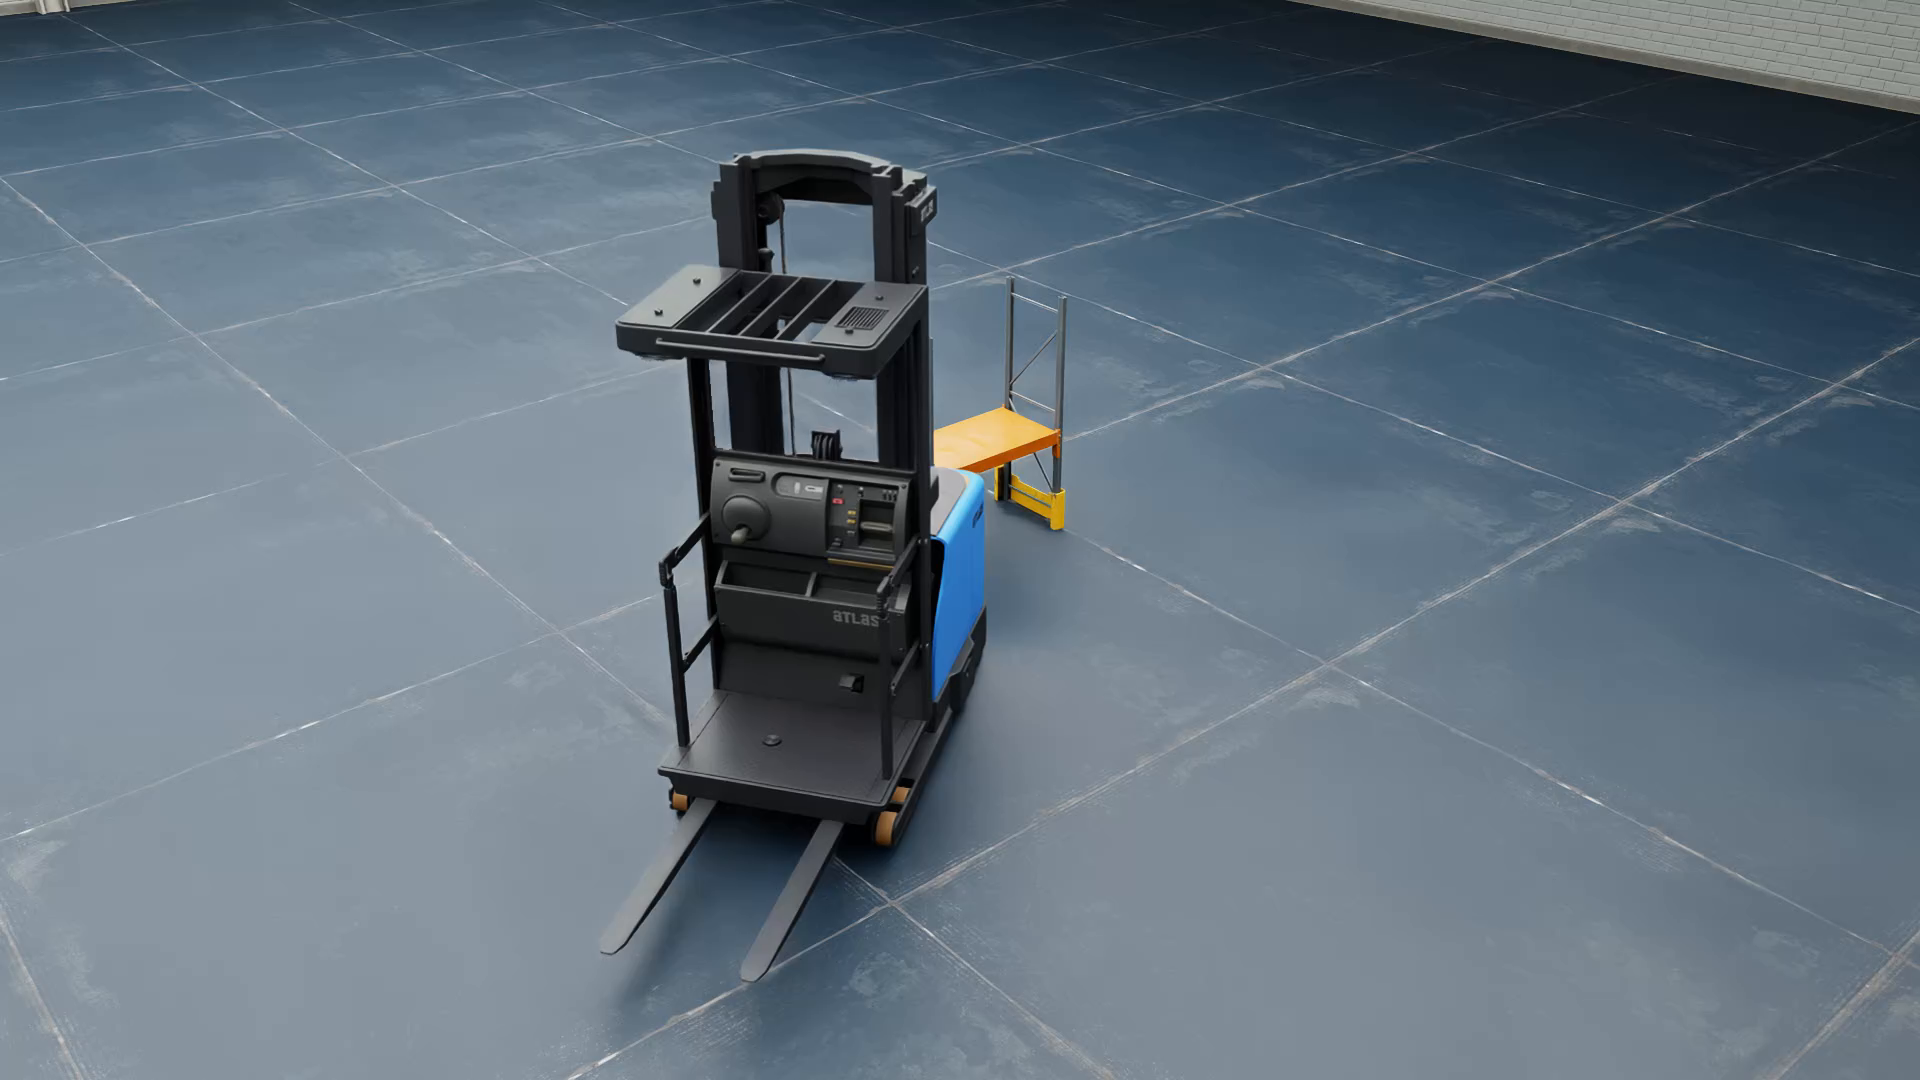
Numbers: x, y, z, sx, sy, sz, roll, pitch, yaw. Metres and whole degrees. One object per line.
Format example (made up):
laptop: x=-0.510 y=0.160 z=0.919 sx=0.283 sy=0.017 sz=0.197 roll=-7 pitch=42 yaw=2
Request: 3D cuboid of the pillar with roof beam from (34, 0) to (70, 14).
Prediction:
pillar with roof beam: x=-11.003 y=-10.473 z=20.300 sx=0.400 sy=9.000 sz=9.100 roll=-22 pitch=35 yaw=-35

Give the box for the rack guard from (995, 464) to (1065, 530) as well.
rack guard: x=0.437 y=-0.286 z=10.520 sx=0.087 sy=0.250 sz=0.587 roll=-22 pitch=35 yaw=-35

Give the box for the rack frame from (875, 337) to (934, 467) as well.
rack frame: x=-0.322 y=-0.532 z=9.654 sx=0.032 sy=1.500 sz=0.500 roll=-22 pitch=35 yaw=-35

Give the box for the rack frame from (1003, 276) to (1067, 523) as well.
rack frame: x=0.452 y=-0.843 z=10.236 sx=0.032 sy=1.500 sz=0.500 roll=-22 pitch=35 yaw=-35

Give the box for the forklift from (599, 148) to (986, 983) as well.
forklift: x=-0.735 y=-0.090 z=7.308 sx=1.130 sy=2.935 sz=3.031 roll=7 pitch=29 yaw=13

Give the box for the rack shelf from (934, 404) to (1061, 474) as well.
rack shelf: x=0.065 y=-0.529 z=10.030 sx=1.000 sy=0.185 sz=0.538 roll=-22 pitch=35 yaw=-35

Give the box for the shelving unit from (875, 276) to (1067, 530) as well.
shelving unit: x=0.058 y=-0.685 z=9.940 sx=1.083 sy=1.500 sz=0.587 roll=-22 pitch=35 yaw=-35
